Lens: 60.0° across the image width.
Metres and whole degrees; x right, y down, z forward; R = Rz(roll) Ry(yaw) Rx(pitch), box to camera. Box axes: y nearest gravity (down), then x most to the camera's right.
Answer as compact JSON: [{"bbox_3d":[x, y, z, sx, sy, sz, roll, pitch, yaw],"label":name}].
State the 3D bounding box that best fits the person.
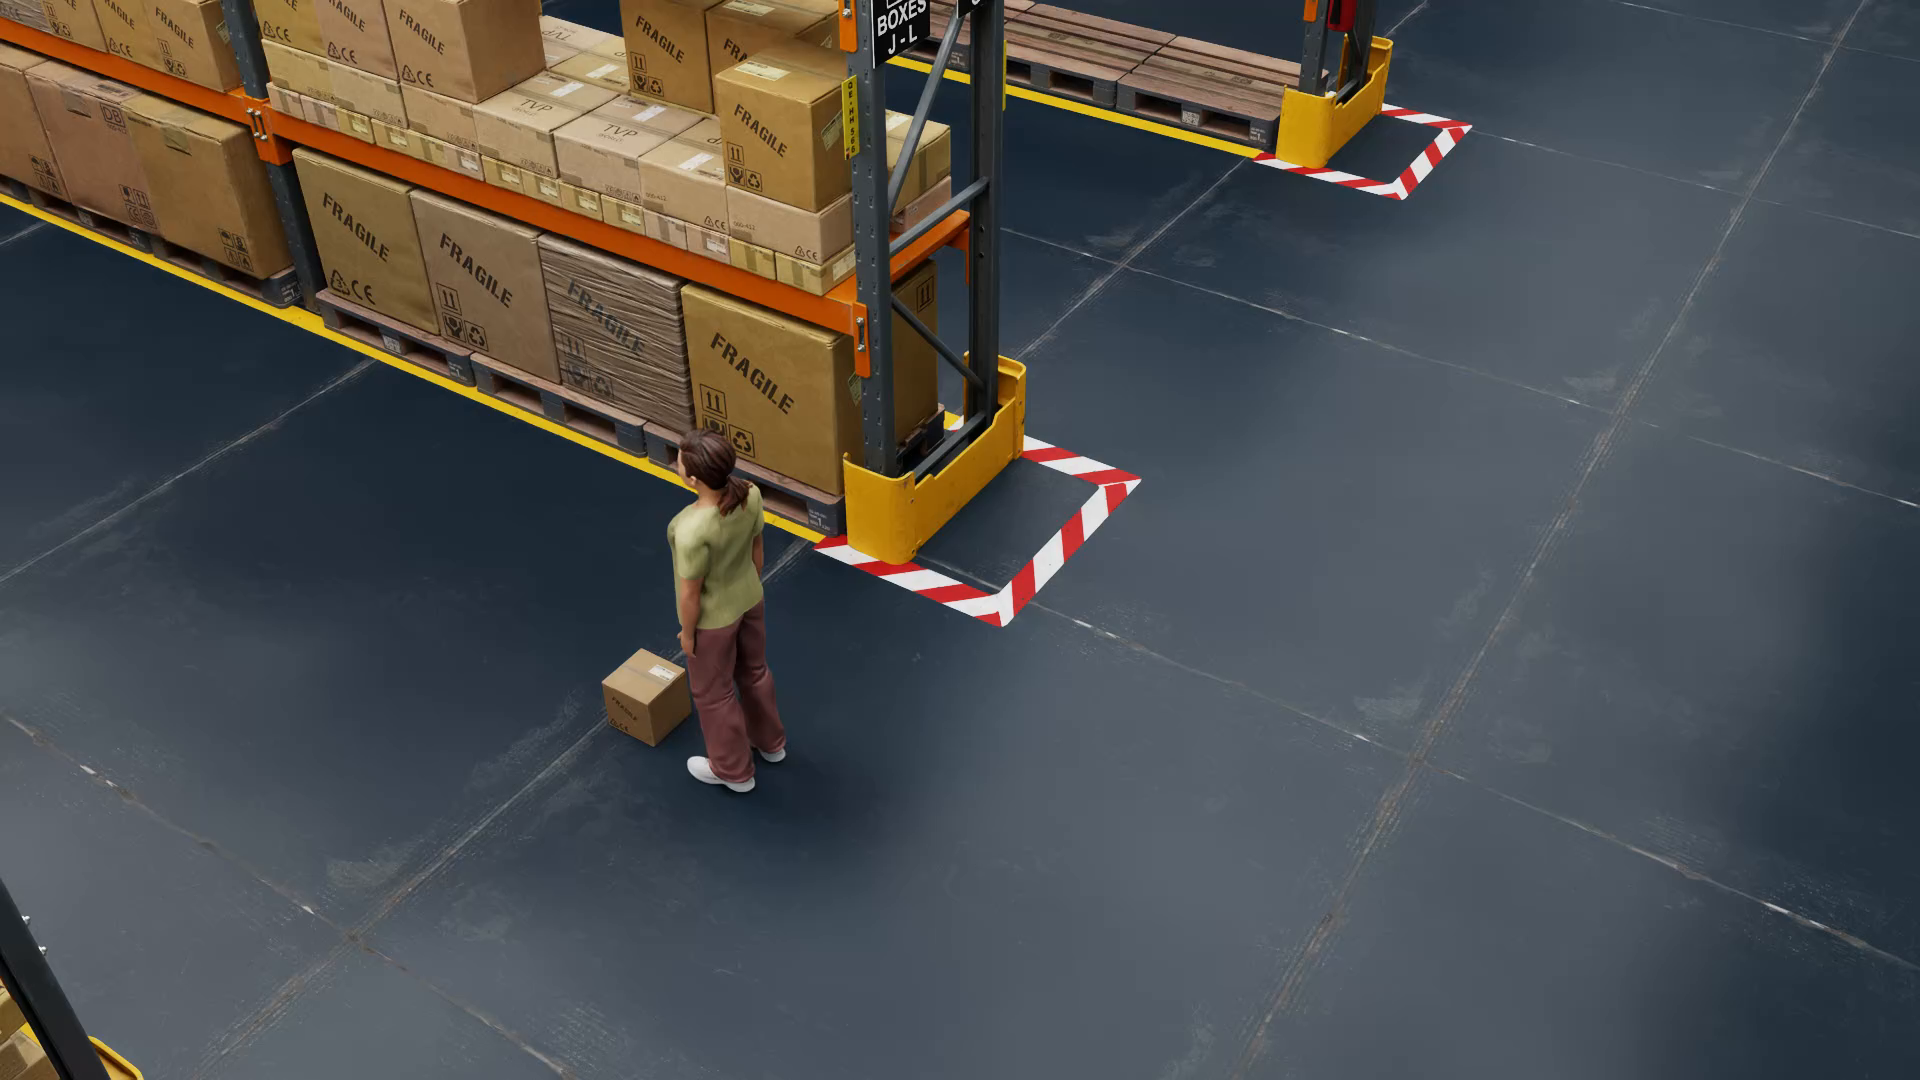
[{"bbox_3d":[-0.904,0.279,6.335,0.357,1.671,0.440,23,44,26],"label":"person"}]
